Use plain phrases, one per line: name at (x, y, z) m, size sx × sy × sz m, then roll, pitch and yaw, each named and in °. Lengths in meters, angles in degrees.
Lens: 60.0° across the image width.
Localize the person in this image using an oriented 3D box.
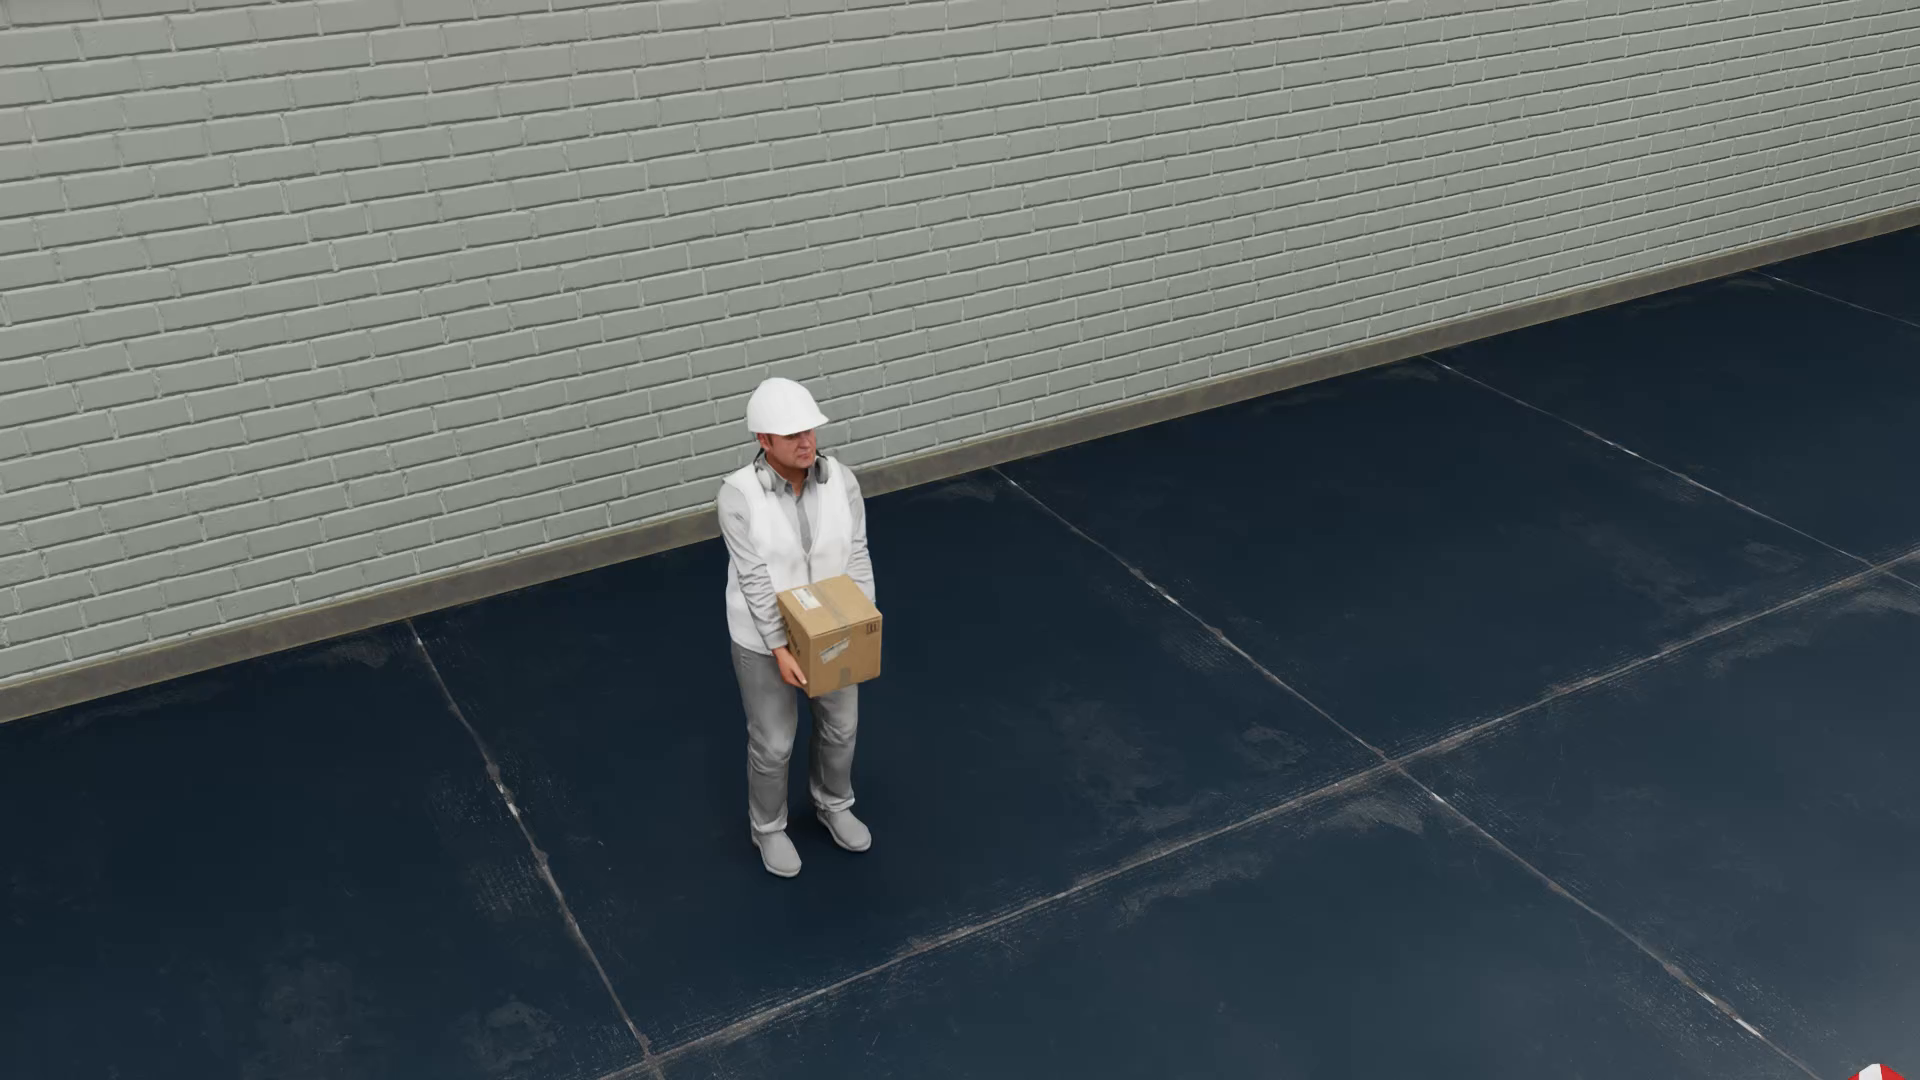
person at (-0.493, 0.334, 5.497) m, size 0.495 × 1.770 × 0.556 m, roll -16°, pitch 32°, yaw -26°
